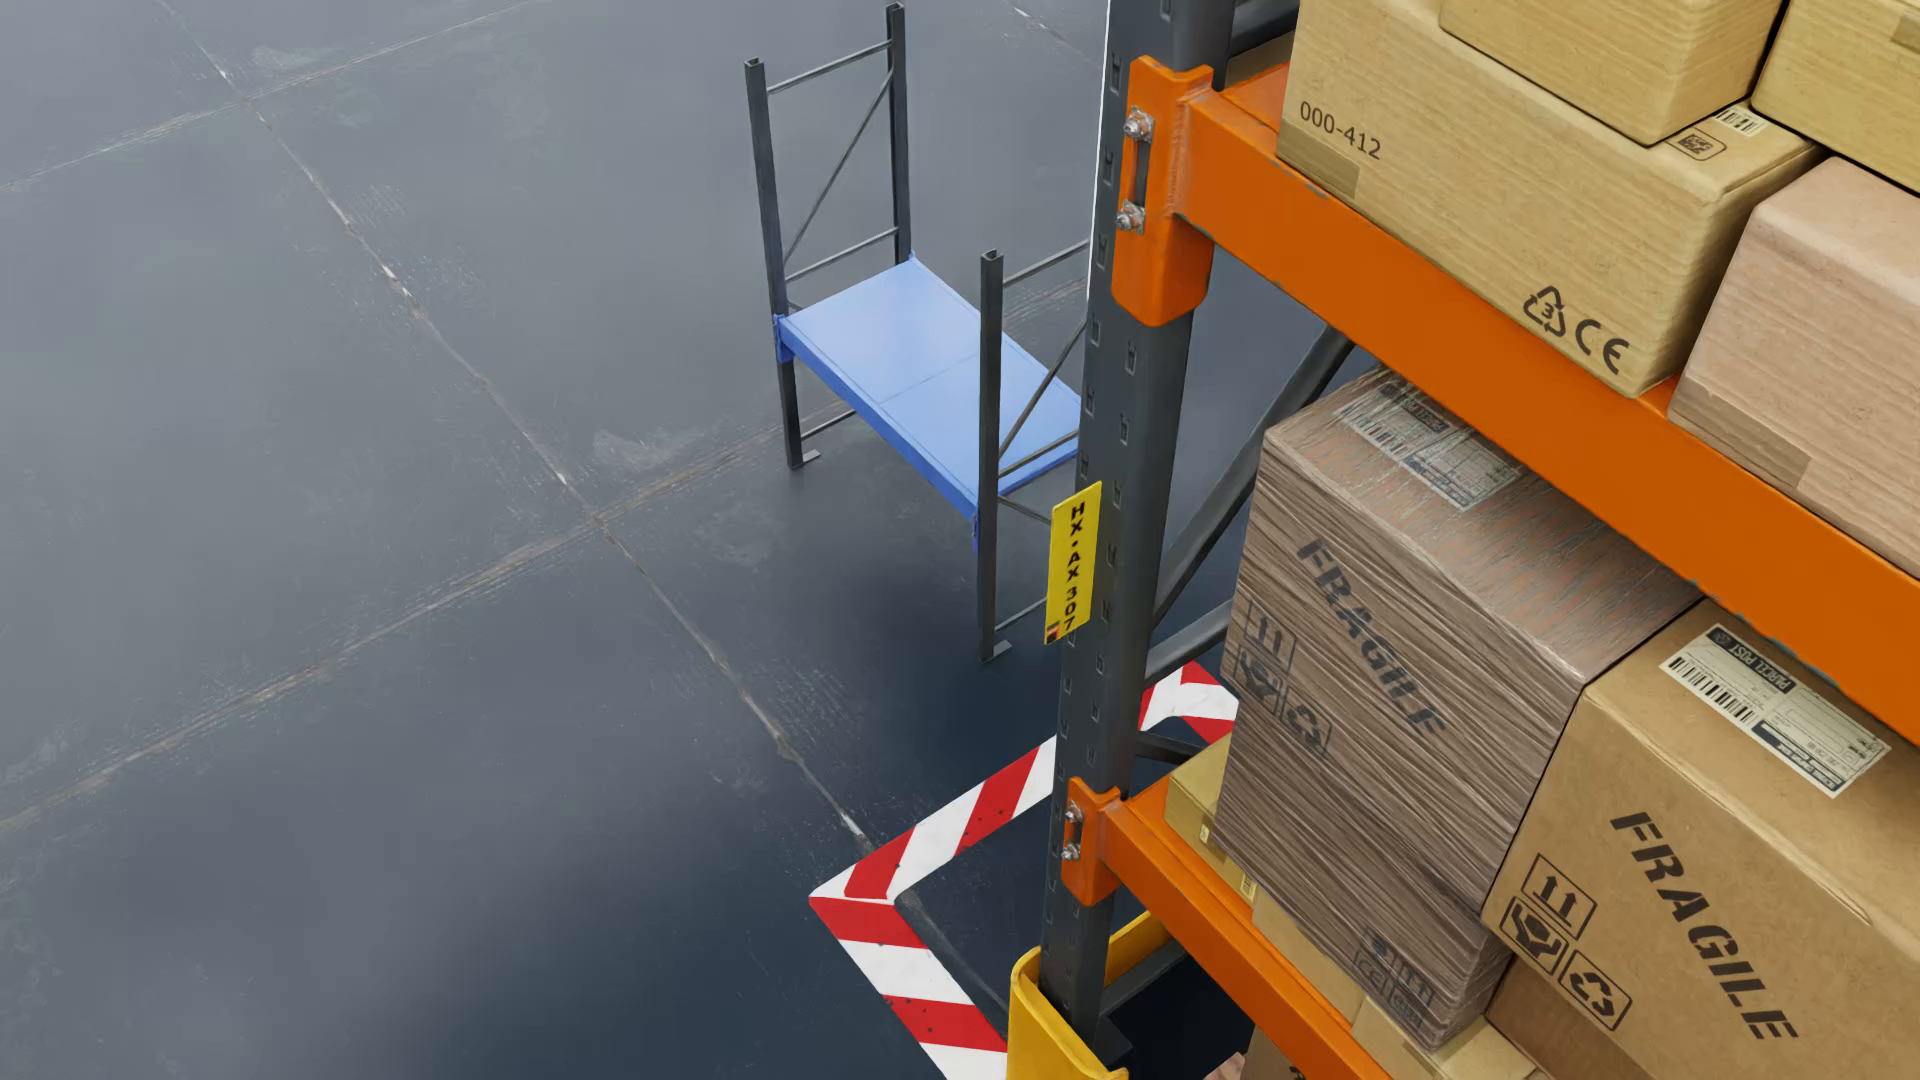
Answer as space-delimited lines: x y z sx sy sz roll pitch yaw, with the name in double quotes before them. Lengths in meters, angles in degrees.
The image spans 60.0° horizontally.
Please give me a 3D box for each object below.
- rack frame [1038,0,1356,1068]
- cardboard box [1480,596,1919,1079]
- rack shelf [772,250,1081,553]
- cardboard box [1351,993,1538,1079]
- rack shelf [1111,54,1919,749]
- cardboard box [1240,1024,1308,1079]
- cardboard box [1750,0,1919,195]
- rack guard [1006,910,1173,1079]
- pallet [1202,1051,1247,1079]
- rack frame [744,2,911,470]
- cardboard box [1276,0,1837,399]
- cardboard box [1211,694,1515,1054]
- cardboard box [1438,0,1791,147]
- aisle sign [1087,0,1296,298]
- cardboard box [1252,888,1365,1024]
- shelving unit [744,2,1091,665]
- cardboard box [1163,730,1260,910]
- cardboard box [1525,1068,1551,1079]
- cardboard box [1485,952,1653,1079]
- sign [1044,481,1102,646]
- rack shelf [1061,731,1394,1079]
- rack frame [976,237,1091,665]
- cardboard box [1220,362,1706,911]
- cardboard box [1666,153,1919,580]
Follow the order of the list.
"rack frame" 0.610 0.087 3.146 1.000 3.000 0.127 -29 54 -24
"cardboard box" 1.023 0.363 1.954 0.500 0.500 0.500 -29 54 -24
"rack shelf" -0.052 -0.433 4.873 0.538 0.185 1.000 -29 54 -24
"cardboard box" 0.868 0.757 2.709 0.380 0.149 0.250 -29 54 -24
"rack shelf" 1.821 0.501 1.232 1.077 0.370 4.000 -29 54 -24
"cardboard box" 0.975 1.162 3.576 0.500 0.500 0.500 -20 51 -17
"cardboard box" 0.924 -0.448 1.439 0.380 0.149 0.250 -30 55 -25
"rack guard" 0.656 0.972 4.032 1.175 0.500 0.348 -29 54 -24
"pallet" 1.120 1.564 3.690 1.003 0.211 1.213 -29 54 -24
"rack frame" -0.359 -0.854 5.012 0.500 1.500 0.032 -29 54 -24
"cardboard box" 0.696 -0.470 1.728 0.500 0.250 0.500 -28 54 -23
"cardboard box" 0.921 0.290 2.694 0.875 0.500 0.500 -29 54 -24
"cardboard box" 0.673 -0.541 1.524 0.380 0.149 0.250 -28 54 -23
"aisle sign" 0.334 -0.688 2.094 0.394 0.787 0.004 -29 54 -24
"cardboard box" 0.729 0.603 2.848 0.380 0.149 0.250 -29 54 -24
"shelving unit" -0.052 -0.554 4.740 0.538 1.500 1.048 -29 54 -24
"cardboard box" 0.593 0.447 2.990 0.380 0.149 0.250 -29 54 -24
"cardboard box" 1.036 0.895 2.584 0.380 0.149 0.250 -29 54 -24
"cardboard box" 1.319 0.531 2.475 0.875 0.500 0.500 -29 54 -24
"sign" 0.178 0.040 2.605 0.100 0.325 0.005 -29 54 -24
"rack shelf" 1.821 1.508 2.344 1.077 0.370 4.000 -29 54 -24
"rack frame" 0.256 -0.254 4.468 0.500 1.500 0.032 -29 54 -24
"cardboard box" 0.726 0.065 2.224 0.500 0.500 0.500 -29 54 -24
"cardboard box" 1.013 -0.168 1.455 0.500 0.250 0.500 -31 55 -25
